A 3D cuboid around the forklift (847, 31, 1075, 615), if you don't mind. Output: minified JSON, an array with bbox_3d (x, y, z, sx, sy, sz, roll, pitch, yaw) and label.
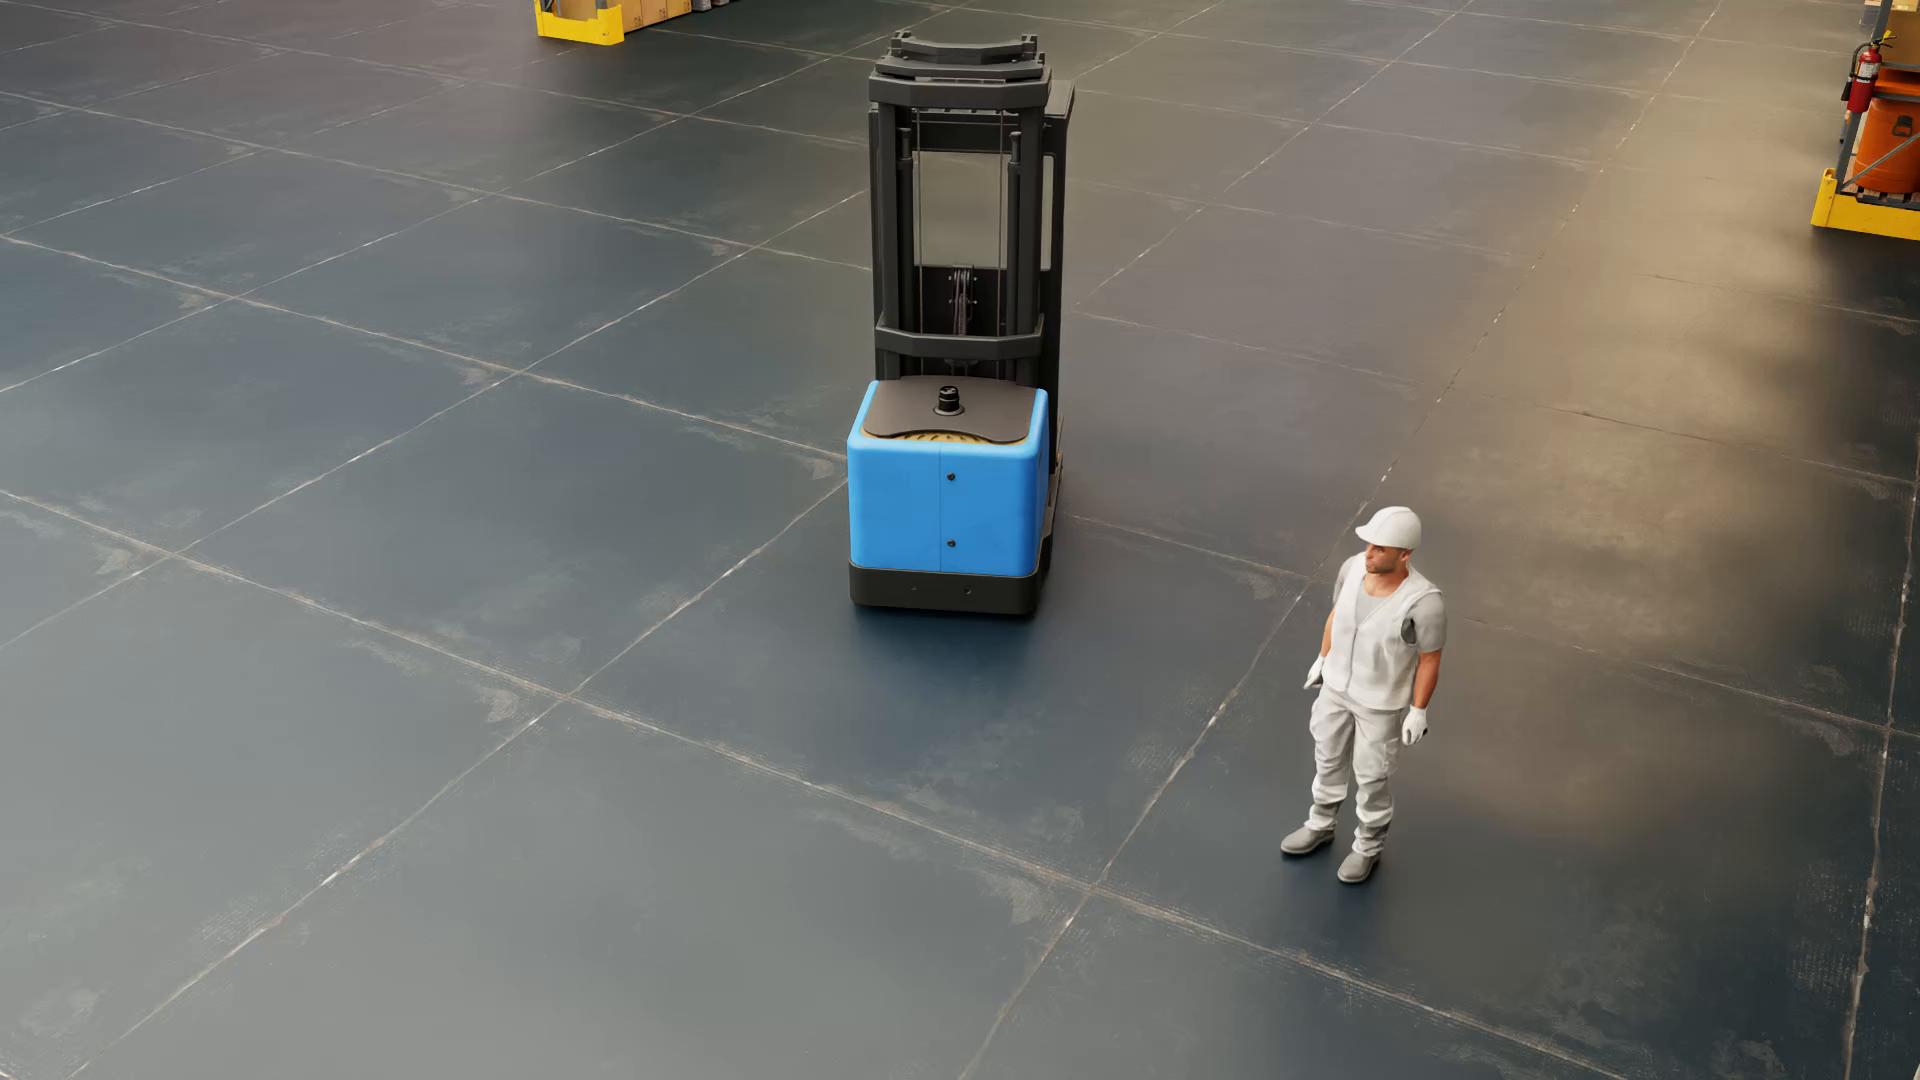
[{"bbox_3d":[0.072,-1.572,9.794,1.130,2.935,3.031,3,30,6],"label":"forklift"}]

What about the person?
[{"bbox_3d":[1.710,0.657,7.076,0.374,1.795,0.603,-23,37,-35],"label":"person"}]
